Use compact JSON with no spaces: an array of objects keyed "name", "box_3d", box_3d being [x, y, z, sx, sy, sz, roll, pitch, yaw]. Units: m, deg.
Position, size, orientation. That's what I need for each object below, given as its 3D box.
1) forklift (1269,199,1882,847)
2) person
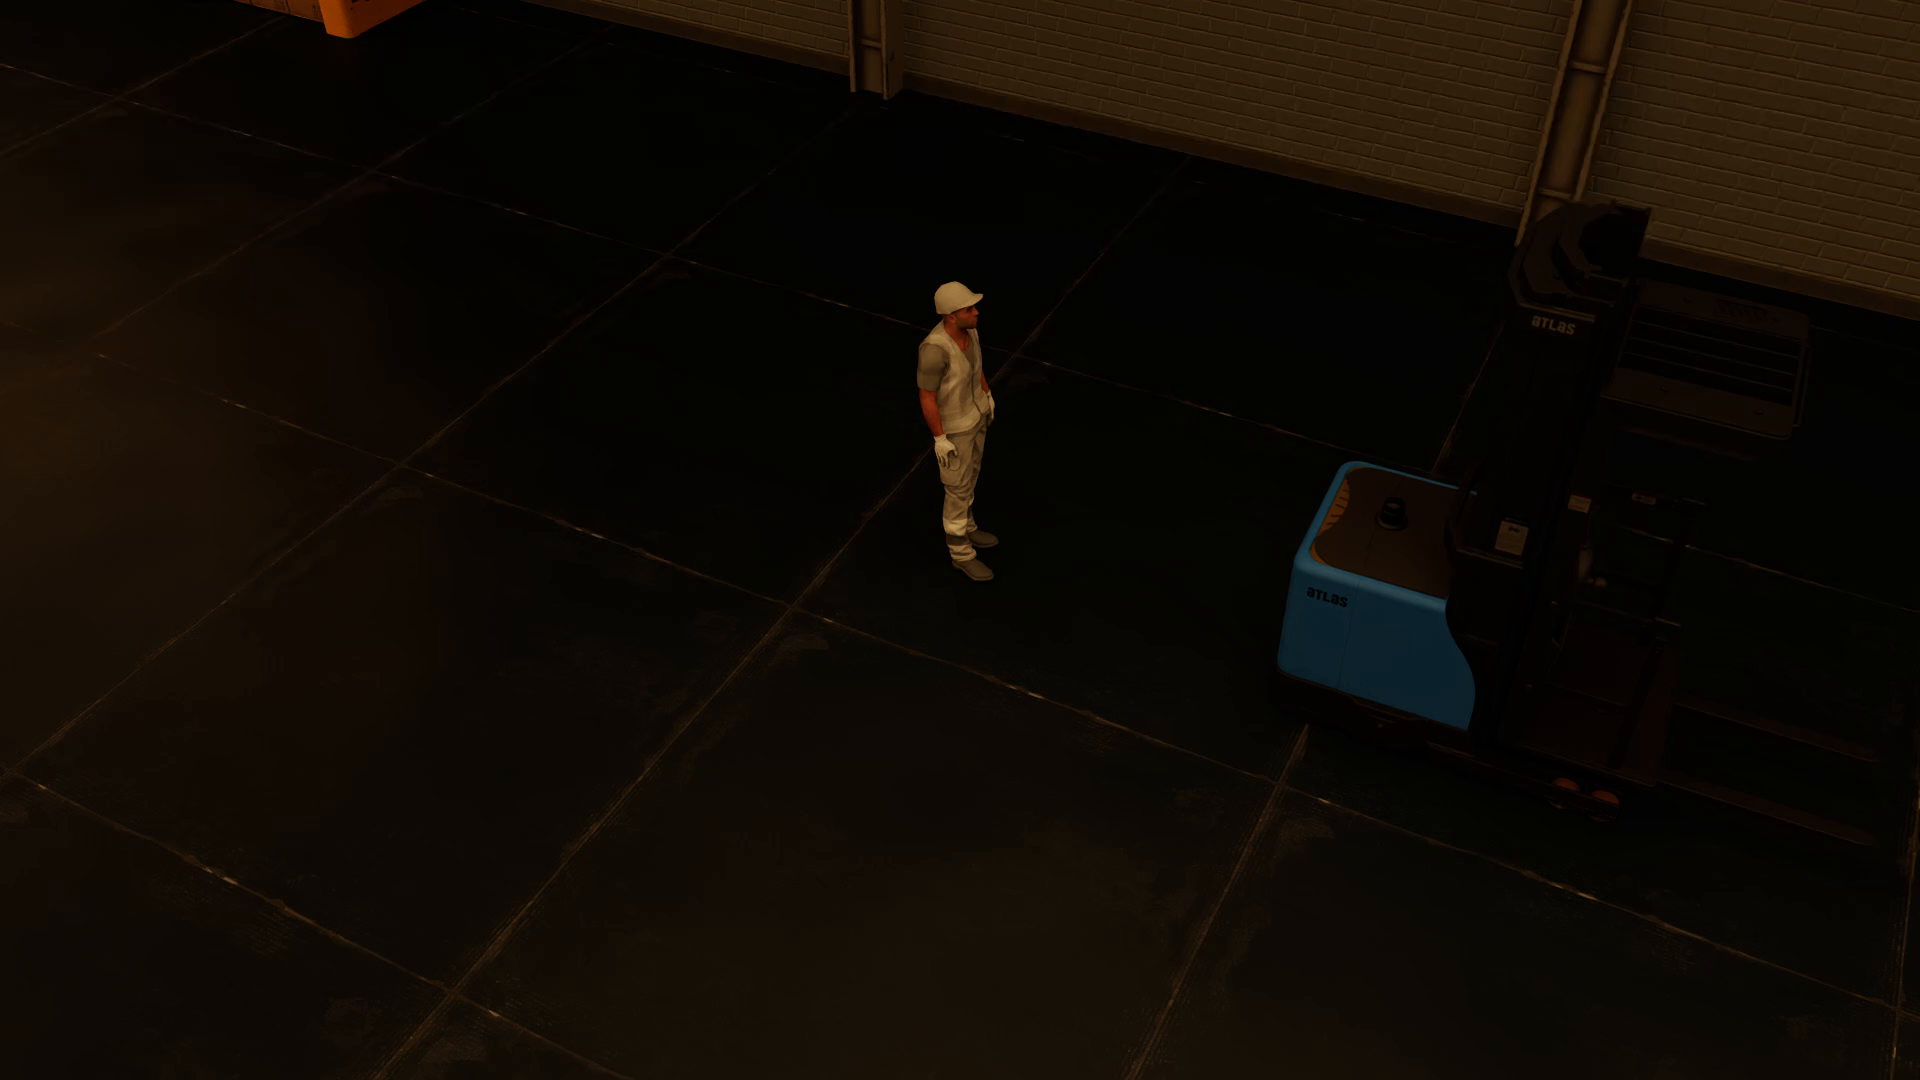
[{"name":"forklift","box_3d":[3.255,-0.066,8.065,3.031,2.935,1.130,17,43,19]},{"name":"person","box_3d":[0.066,-0.659,9.644,0.562,1.790,0.637,18,43,21]}]
